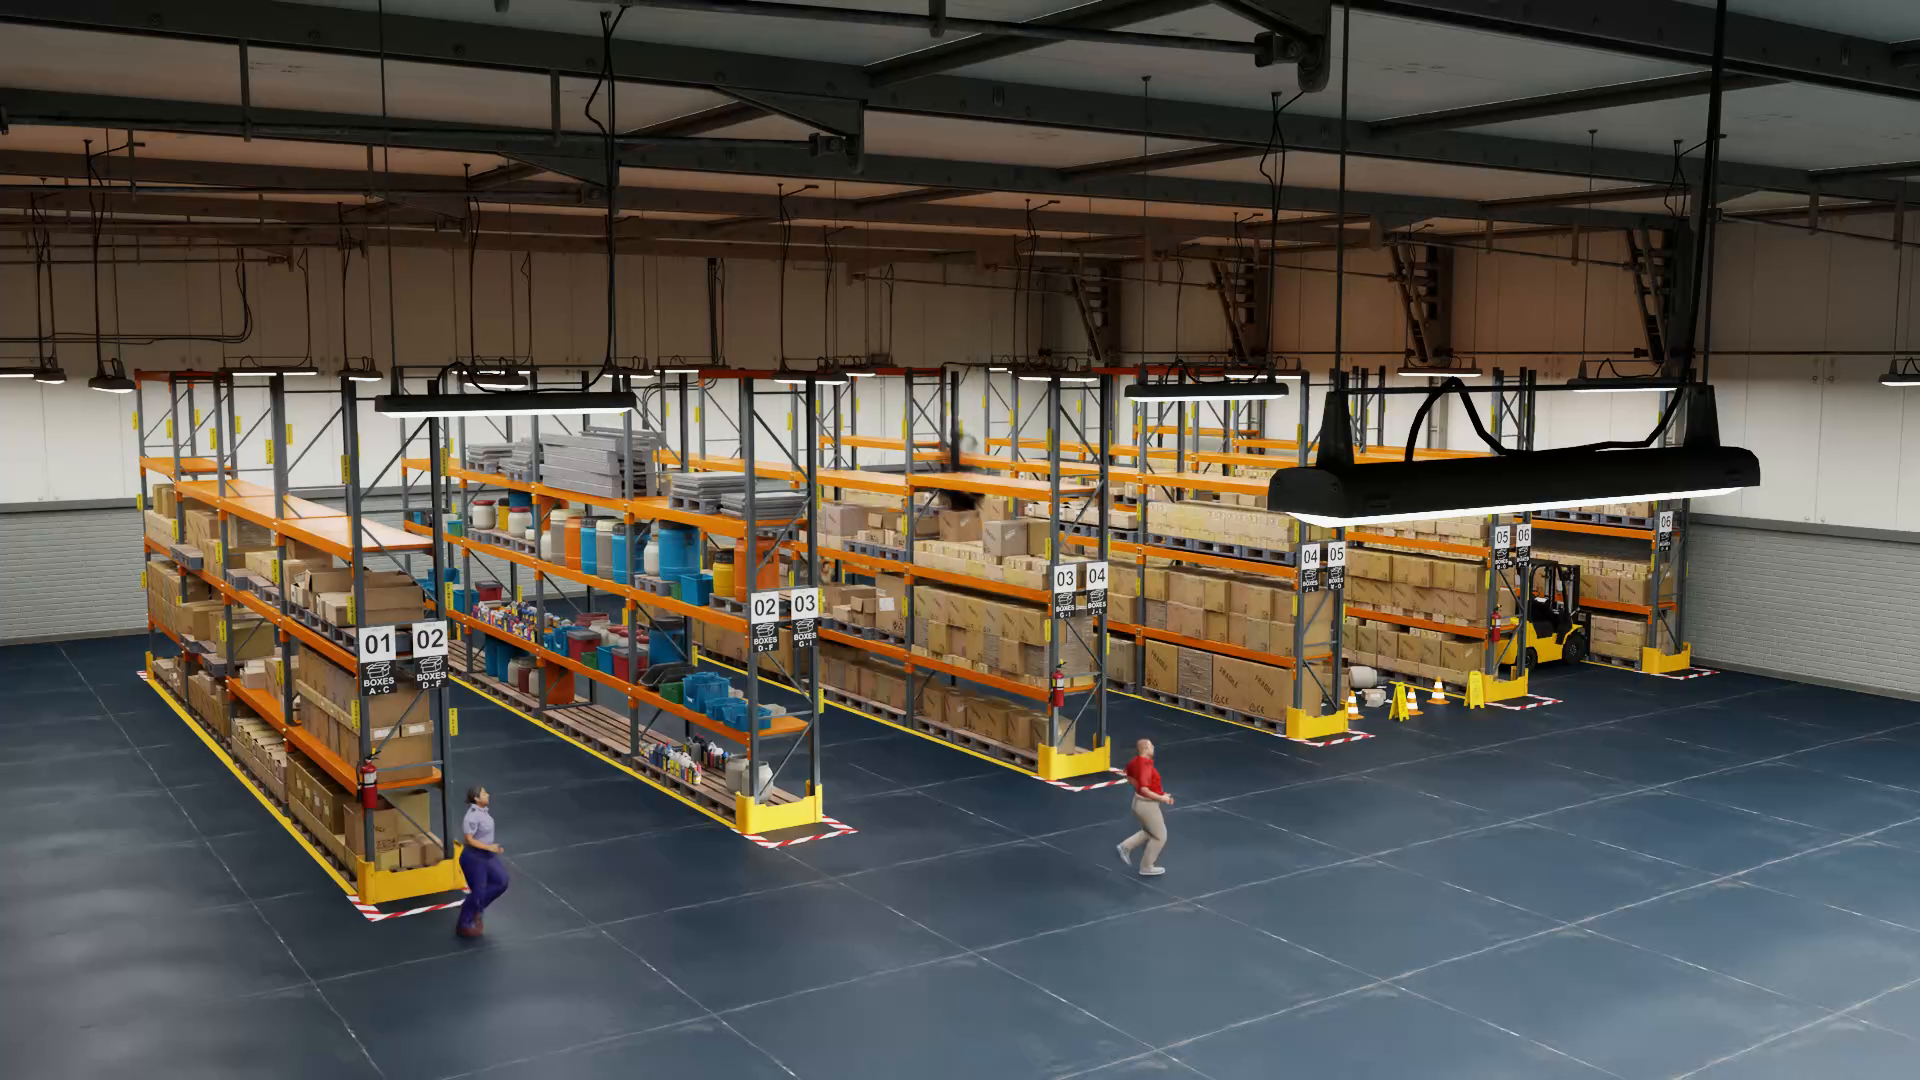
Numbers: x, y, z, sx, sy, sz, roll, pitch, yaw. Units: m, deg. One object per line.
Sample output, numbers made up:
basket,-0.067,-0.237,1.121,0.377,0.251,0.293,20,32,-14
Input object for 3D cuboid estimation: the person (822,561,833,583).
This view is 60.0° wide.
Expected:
person,-3.224,1.258,38.149,0.580,1.619,0.842,-6,9,-42

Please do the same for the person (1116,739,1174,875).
person,2.247,3.228,20.136,0.606,1.673,0.661,-1,7,-10

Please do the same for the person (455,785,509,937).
person,-5.227,3.480,18.219,0.510,1.608,0.622,0,6,-1
